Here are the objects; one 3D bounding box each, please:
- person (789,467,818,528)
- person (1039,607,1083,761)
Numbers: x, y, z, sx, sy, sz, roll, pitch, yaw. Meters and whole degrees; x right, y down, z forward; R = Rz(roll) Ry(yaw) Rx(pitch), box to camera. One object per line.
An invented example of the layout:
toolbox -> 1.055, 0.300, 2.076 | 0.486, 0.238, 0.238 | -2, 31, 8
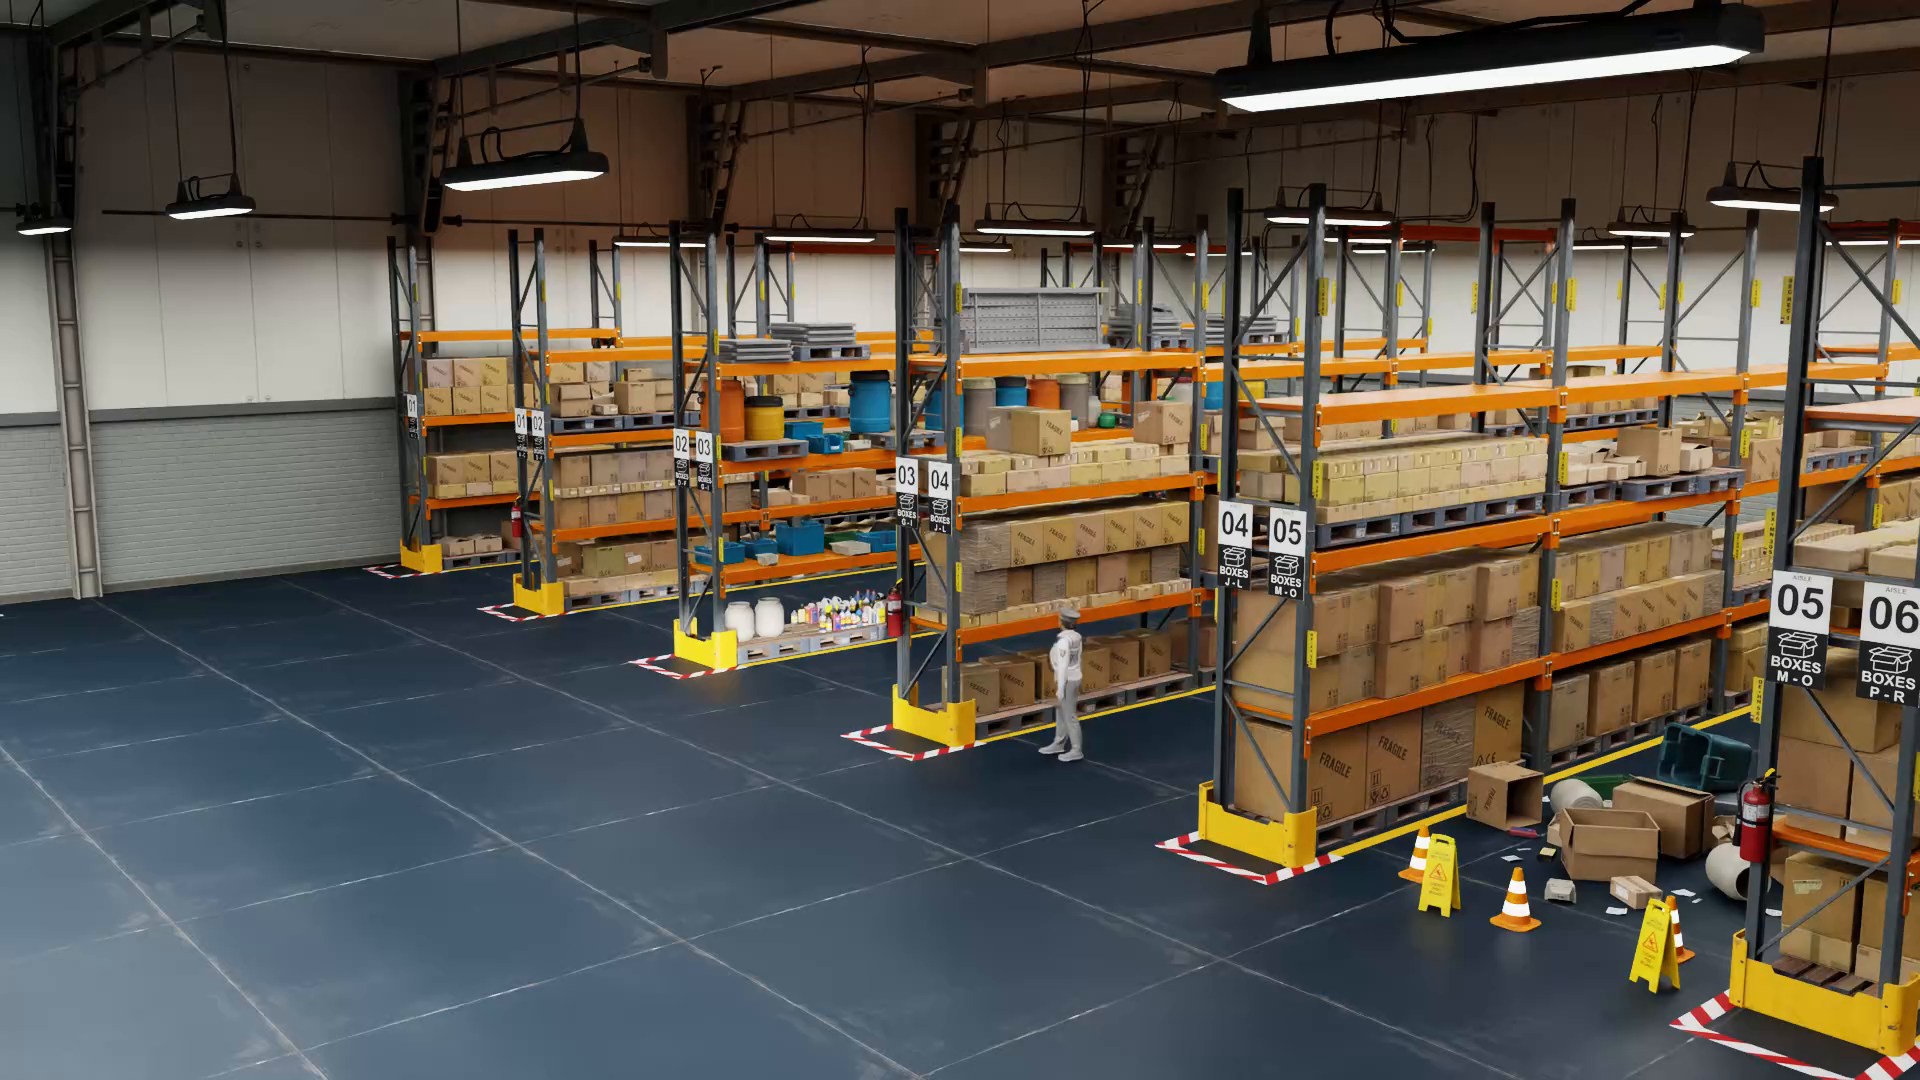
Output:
person -> -2.984, -0.615, 32.002 | 0.551, 1.770, 0.461 | -8, 12, -42
person -> 1.087, 1.571, 18.114 | 0.523, 1.691, 0.486 | 2, 9, 13
